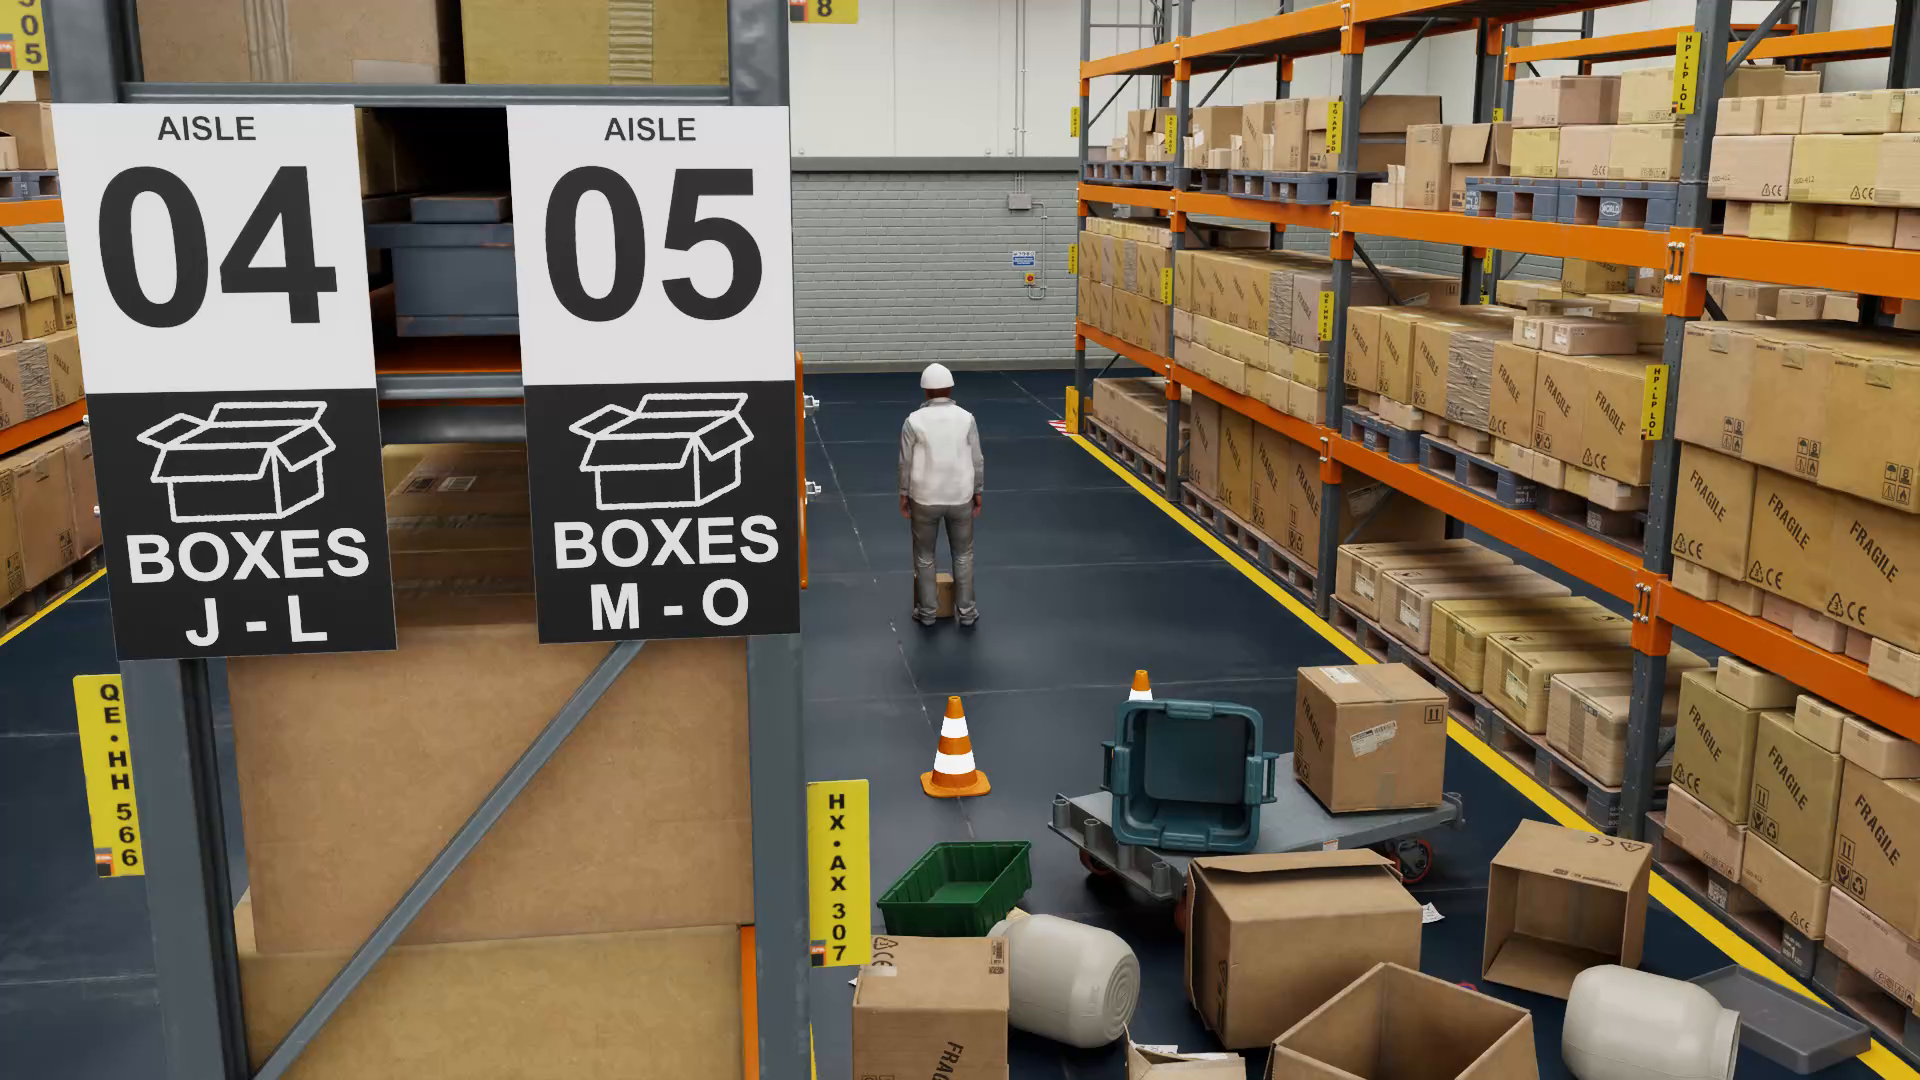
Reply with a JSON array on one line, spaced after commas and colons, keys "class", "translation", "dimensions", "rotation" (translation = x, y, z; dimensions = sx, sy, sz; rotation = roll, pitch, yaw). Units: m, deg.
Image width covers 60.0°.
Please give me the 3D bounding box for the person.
[{"class": "person", "translation": [-0.128, -0.296, 11.205], "dimensions": [0.580, 1.771, 0.466], "rotation": [-2, 13, -8]}]
